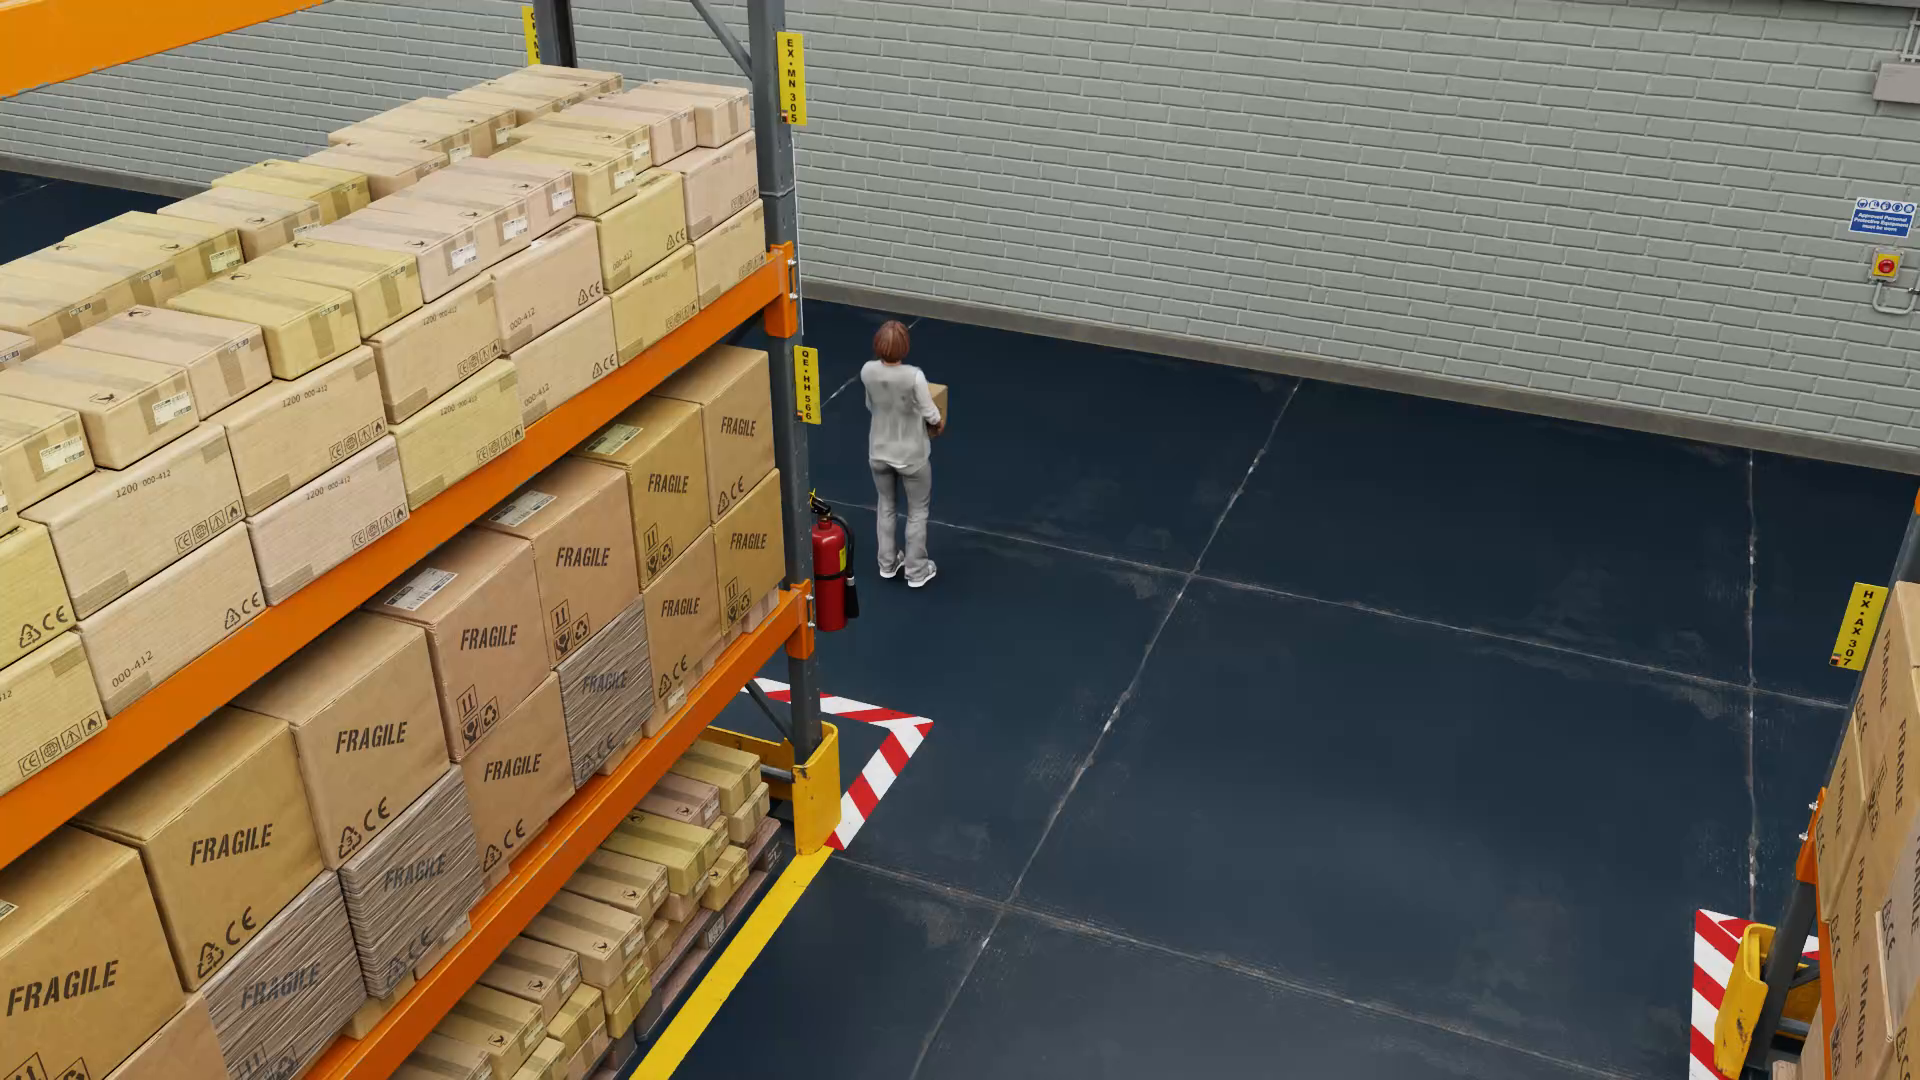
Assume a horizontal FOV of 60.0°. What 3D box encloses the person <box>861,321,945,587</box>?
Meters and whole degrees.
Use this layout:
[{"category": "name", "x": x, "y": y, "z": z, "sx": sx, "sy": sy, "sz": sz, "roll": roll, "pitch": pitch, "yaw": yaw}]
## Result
[{"category": "person", "x": -0.306, "y": -0.513, "z": 9.279, "sx": 0.425, "sy": 1.596, "sz": 0.489, "roll": 11, "pitch": 32, "yaw": 19}]
